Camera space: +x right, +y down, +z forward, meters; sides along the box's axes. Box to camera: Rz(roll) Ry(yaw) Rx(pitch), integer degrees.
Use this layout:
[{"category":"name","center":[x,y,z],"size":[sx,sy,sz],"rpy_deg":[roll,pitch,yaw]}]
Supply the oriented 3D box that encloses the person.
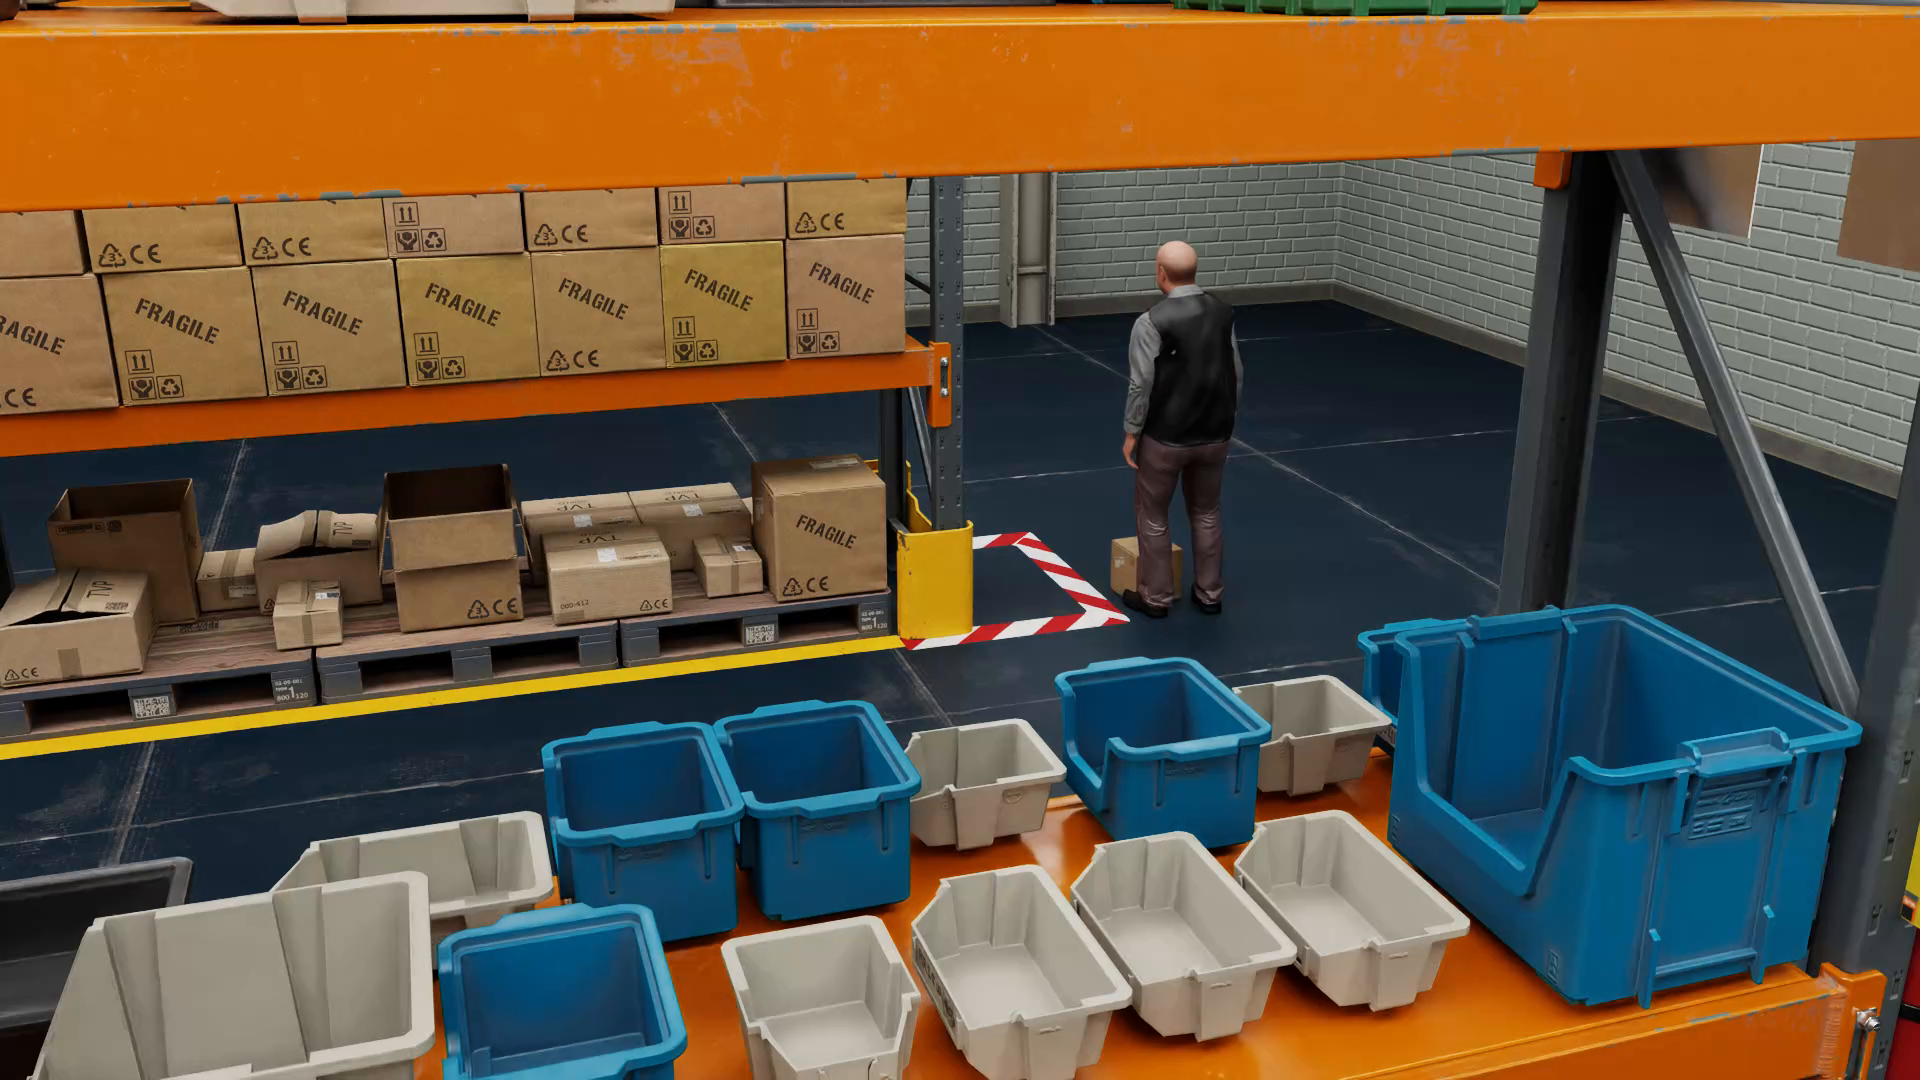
[{"category":"person","center":[0.986,-0.477,7.484],"size":[0.582,1.719,0.475],"rpy_deg":[-8,21,-22]}]
